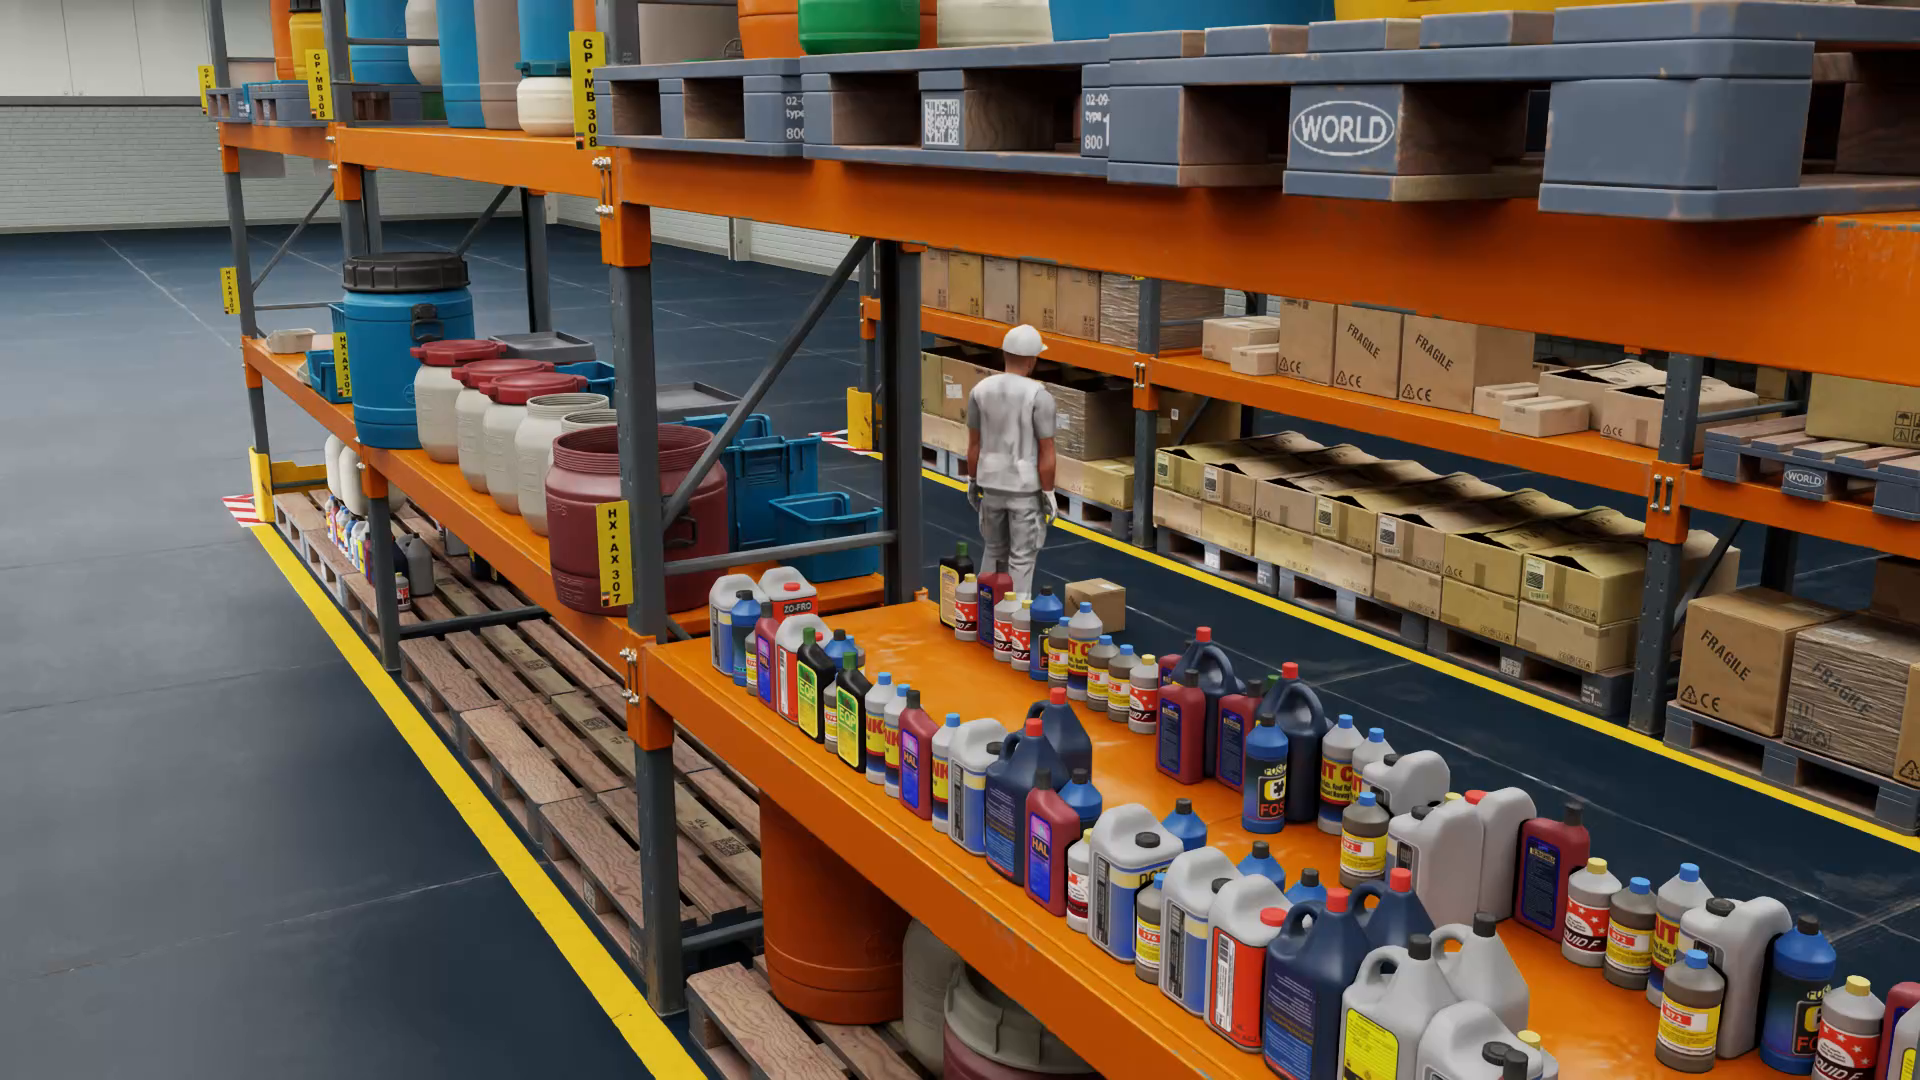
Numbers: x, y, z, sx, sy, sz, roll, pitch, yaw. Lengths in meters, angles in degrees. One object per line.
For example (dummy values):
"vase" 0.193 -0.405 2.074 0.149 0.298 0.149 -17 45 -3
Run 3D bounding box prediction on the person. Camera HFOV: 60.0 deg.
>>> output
"person" 0.329 -0.291 9.072 0.565 1.797 0.528 7 16 26
